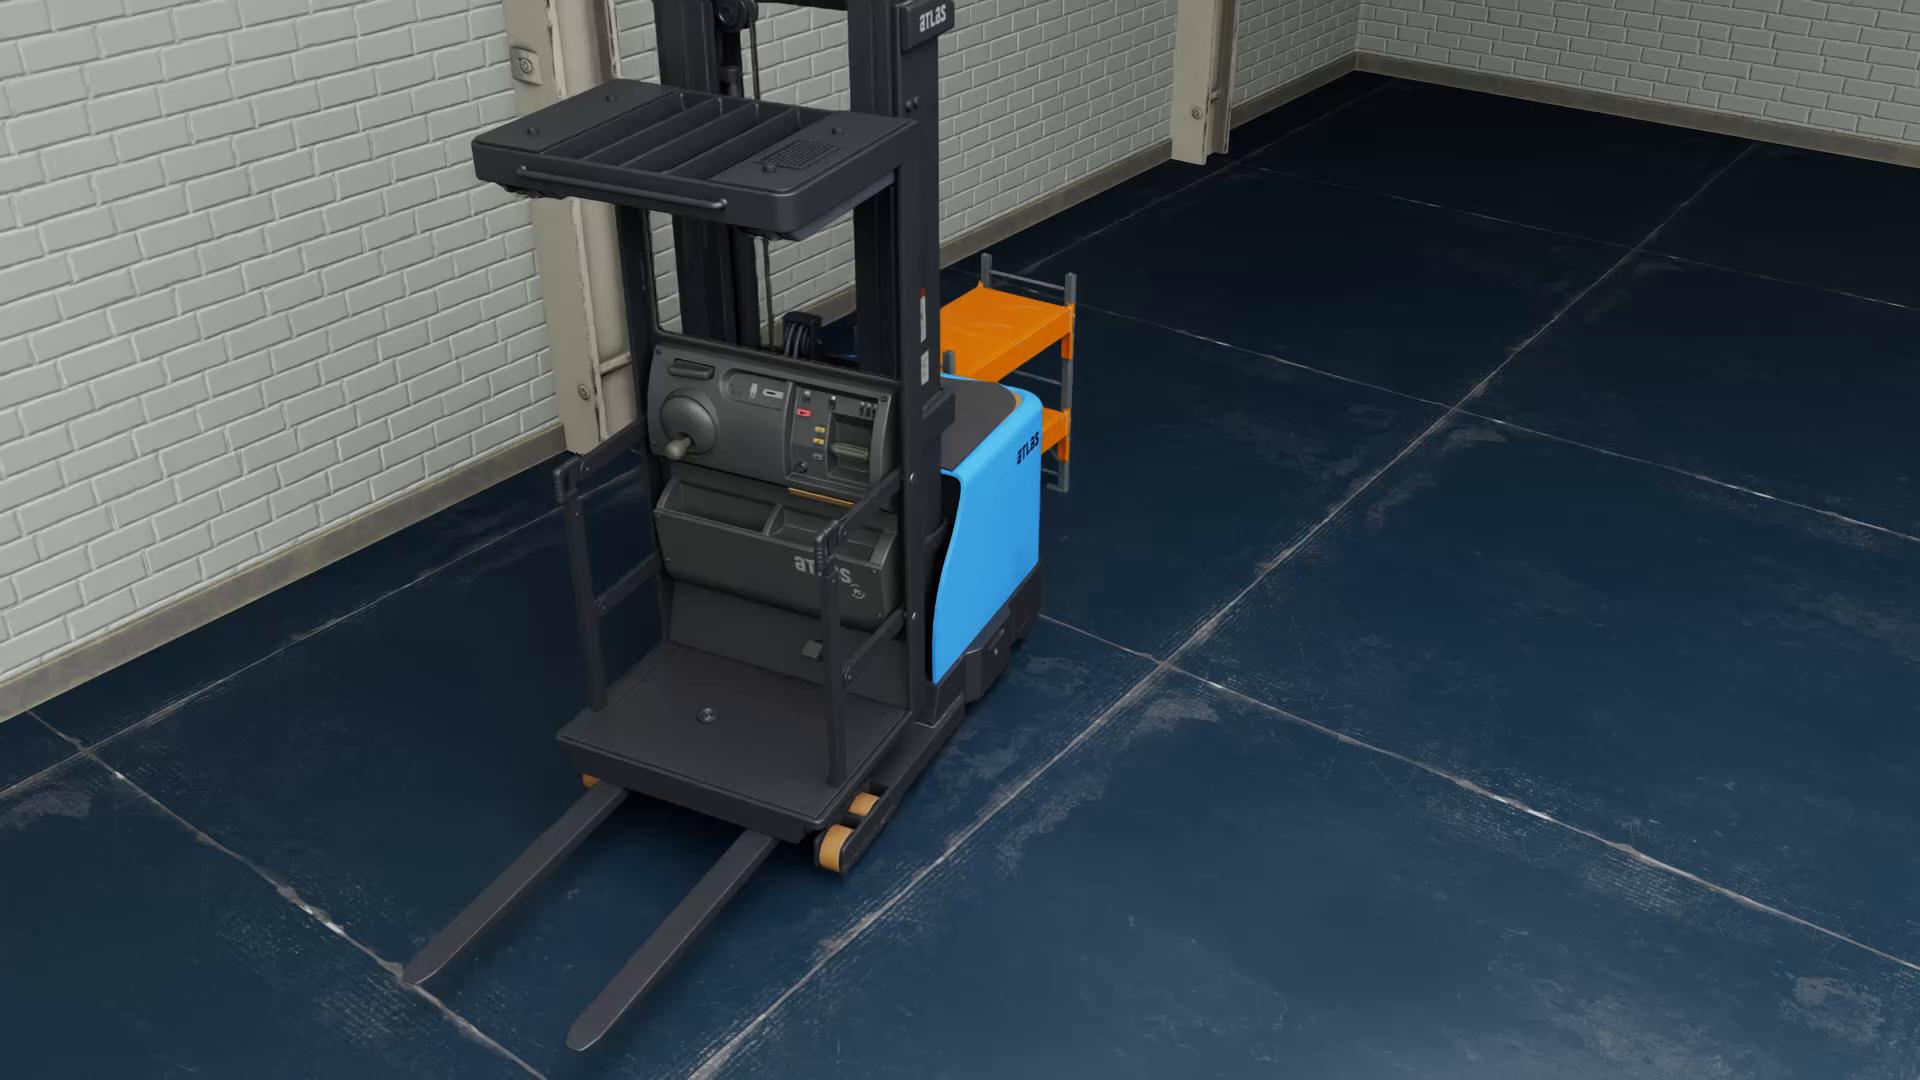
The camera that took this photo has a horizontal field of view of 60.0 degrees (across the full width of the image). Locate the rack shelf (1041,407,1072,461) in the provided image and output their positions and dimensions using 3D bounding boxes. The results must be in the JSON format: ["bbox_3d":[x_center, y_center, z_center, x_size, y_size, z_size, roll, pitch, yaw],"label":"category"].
[{"bbox_3d":[0.039,-0.364,7.740,0.538,0.278,1.000,18,35,28],"label":"rack shelf"}]

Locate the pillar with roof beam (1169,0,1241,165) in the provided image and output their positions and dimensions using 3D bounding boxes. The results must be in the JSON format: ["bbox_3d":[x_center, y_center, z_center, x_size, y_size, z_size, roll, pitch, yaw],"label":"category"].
[{"bbox_3d":[5.252,-5.493,8.191,9.100,9.000,0.400,21,37,31],"label":"pillar with roof beam"}]

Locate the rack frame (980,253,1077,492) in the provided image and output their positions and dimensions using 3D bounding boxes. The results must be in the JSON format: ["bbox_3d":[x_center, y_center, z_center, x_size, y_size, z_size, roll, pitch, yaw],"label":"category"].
[{"bbox_3d":[0.314,-0.792,7.983,0.500,1.125,0.032,18,35,28],"label":"rack frame"}]

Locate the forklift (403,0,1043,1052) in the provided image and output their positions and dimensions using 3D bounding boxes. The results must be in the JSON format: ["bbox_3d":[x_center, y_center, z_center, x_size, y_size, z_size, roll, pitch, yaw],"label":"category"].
[{"bbox_3d":[-0.746,-0.357,5.478,1.130,2.935,3.031,14,33,22],"label":"forklift"}]

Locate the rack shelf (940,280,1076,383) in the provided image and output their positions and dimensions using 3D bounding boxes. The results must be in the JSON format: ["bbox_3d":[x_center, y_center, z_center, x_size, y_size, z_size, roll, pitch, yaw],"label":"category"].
[{"bbox_3d":[0.039,-0.826,7.466,0.538,0.278,1.000,18,35,28],"label":"rack shelf"}]

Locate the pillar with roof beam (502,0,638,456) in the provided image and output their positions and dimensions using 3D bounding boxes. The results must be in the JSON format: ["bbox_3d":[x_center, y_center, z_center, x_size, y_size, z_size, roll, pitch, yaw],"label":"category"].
[{"bbox_3d":[1.630,-3.054,4.076,9.100,9.000,0.400,21,37,31],"label":"pillar with roof beam"}]

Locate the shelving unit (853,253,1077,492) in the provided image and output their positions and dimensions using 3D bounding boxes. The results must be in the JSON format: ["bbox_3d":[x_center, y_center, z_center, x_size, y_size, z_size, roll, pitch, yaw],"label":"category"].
[{"bbox_3d":[0.039,-0.574,7.615,0.538,1.125,1.048,18,35,28],"label":"shelving unit"}]

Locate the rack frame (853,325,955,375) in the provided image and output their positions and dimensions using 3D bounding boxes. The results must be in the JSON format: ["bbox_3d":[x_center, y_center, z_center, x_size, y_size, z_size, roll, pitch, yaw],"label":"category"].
[{"bbox_3d":[-0.237,-0.356,7.248,0.500,1.125,0.032,18,35,28],"label":"rack frame"}]
